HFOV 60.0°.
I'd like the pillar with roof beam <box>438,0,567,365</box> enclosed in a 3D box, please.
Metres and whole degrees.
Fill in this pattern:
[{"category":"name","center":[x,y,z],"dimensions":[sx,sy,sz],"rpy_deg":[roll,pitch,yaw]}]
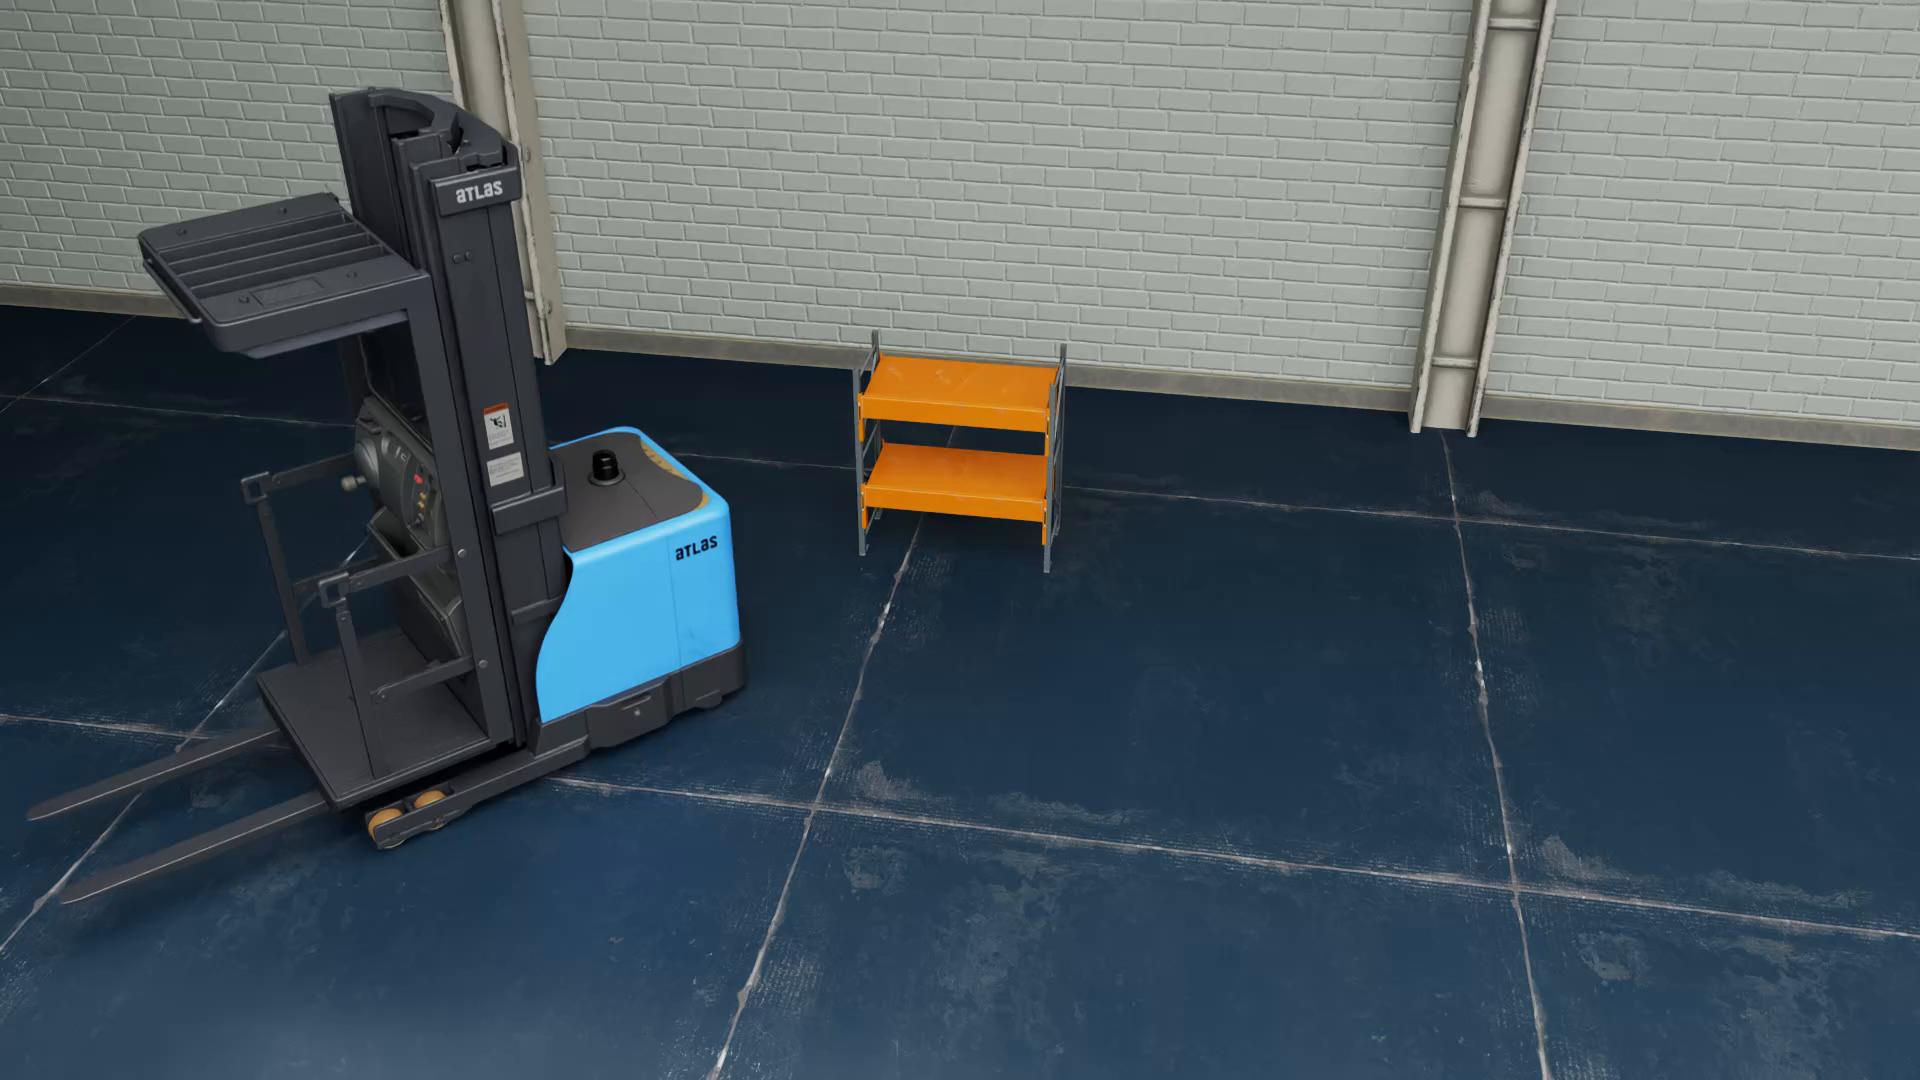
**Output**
[{"category":"pillar with roof beam","center":[-3.621,-2.831,5.291],"dimensions":[0.400,9.000,9.100],"rpy_deg":[5,32,8]}]

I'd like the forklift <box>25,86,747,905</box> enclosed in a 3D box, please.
[{"category":"forklift","center":[-2.517,-0.240,6.871],"dimensions":[3.031,2.935,1.130],"rpy_deg":[-21,38,-30]}]

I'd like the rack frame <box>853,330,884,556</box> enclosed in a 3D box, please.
[{"category":"rack frame","center":[-0.494,-0.522,9.023],"dimensions":[0.032,1.125,0.500],"rpy_deg":[5,32,8]}]

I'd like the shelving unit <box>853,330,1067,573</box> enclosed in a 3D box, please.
[{"category":"shelving unit","center":[0.007,-0.476,8.951],"dimensions":[1.048,1.125,0.538],"rpy_deg":[5,32,8]}]

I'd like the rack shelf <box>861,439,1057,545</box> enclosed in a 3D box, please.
[{"category":"rack shelf","center":[0.007,-0.269,9.080],"dimensions":[1.000,0.278,0.538],"rpy_deg":[5,32,8]}]

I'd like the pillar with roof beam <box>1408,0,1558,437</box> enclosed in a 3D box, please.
[{"category":"pillar with roof beam","center":[2.293,-2.295,4.436],"dimensions":[0.400,9.000,9.100],"rpy_deg":[5,32,8]}]

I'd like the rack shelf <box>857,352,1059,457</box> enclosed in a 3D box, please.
[{"category":"rack shelf","center":[0.007,-0.724,8.795],"dimensions":[1.000,0.278,0.538],"rpy_deg":[5,32,8]}]

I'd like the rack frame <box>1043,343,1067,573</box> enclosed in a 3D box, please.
[{"category":"rack frame","center":[0.508,-0.431,8.878],"dimensions":[0.032,1.125,0.500],"rpy_deg":[5,32,8]}]
